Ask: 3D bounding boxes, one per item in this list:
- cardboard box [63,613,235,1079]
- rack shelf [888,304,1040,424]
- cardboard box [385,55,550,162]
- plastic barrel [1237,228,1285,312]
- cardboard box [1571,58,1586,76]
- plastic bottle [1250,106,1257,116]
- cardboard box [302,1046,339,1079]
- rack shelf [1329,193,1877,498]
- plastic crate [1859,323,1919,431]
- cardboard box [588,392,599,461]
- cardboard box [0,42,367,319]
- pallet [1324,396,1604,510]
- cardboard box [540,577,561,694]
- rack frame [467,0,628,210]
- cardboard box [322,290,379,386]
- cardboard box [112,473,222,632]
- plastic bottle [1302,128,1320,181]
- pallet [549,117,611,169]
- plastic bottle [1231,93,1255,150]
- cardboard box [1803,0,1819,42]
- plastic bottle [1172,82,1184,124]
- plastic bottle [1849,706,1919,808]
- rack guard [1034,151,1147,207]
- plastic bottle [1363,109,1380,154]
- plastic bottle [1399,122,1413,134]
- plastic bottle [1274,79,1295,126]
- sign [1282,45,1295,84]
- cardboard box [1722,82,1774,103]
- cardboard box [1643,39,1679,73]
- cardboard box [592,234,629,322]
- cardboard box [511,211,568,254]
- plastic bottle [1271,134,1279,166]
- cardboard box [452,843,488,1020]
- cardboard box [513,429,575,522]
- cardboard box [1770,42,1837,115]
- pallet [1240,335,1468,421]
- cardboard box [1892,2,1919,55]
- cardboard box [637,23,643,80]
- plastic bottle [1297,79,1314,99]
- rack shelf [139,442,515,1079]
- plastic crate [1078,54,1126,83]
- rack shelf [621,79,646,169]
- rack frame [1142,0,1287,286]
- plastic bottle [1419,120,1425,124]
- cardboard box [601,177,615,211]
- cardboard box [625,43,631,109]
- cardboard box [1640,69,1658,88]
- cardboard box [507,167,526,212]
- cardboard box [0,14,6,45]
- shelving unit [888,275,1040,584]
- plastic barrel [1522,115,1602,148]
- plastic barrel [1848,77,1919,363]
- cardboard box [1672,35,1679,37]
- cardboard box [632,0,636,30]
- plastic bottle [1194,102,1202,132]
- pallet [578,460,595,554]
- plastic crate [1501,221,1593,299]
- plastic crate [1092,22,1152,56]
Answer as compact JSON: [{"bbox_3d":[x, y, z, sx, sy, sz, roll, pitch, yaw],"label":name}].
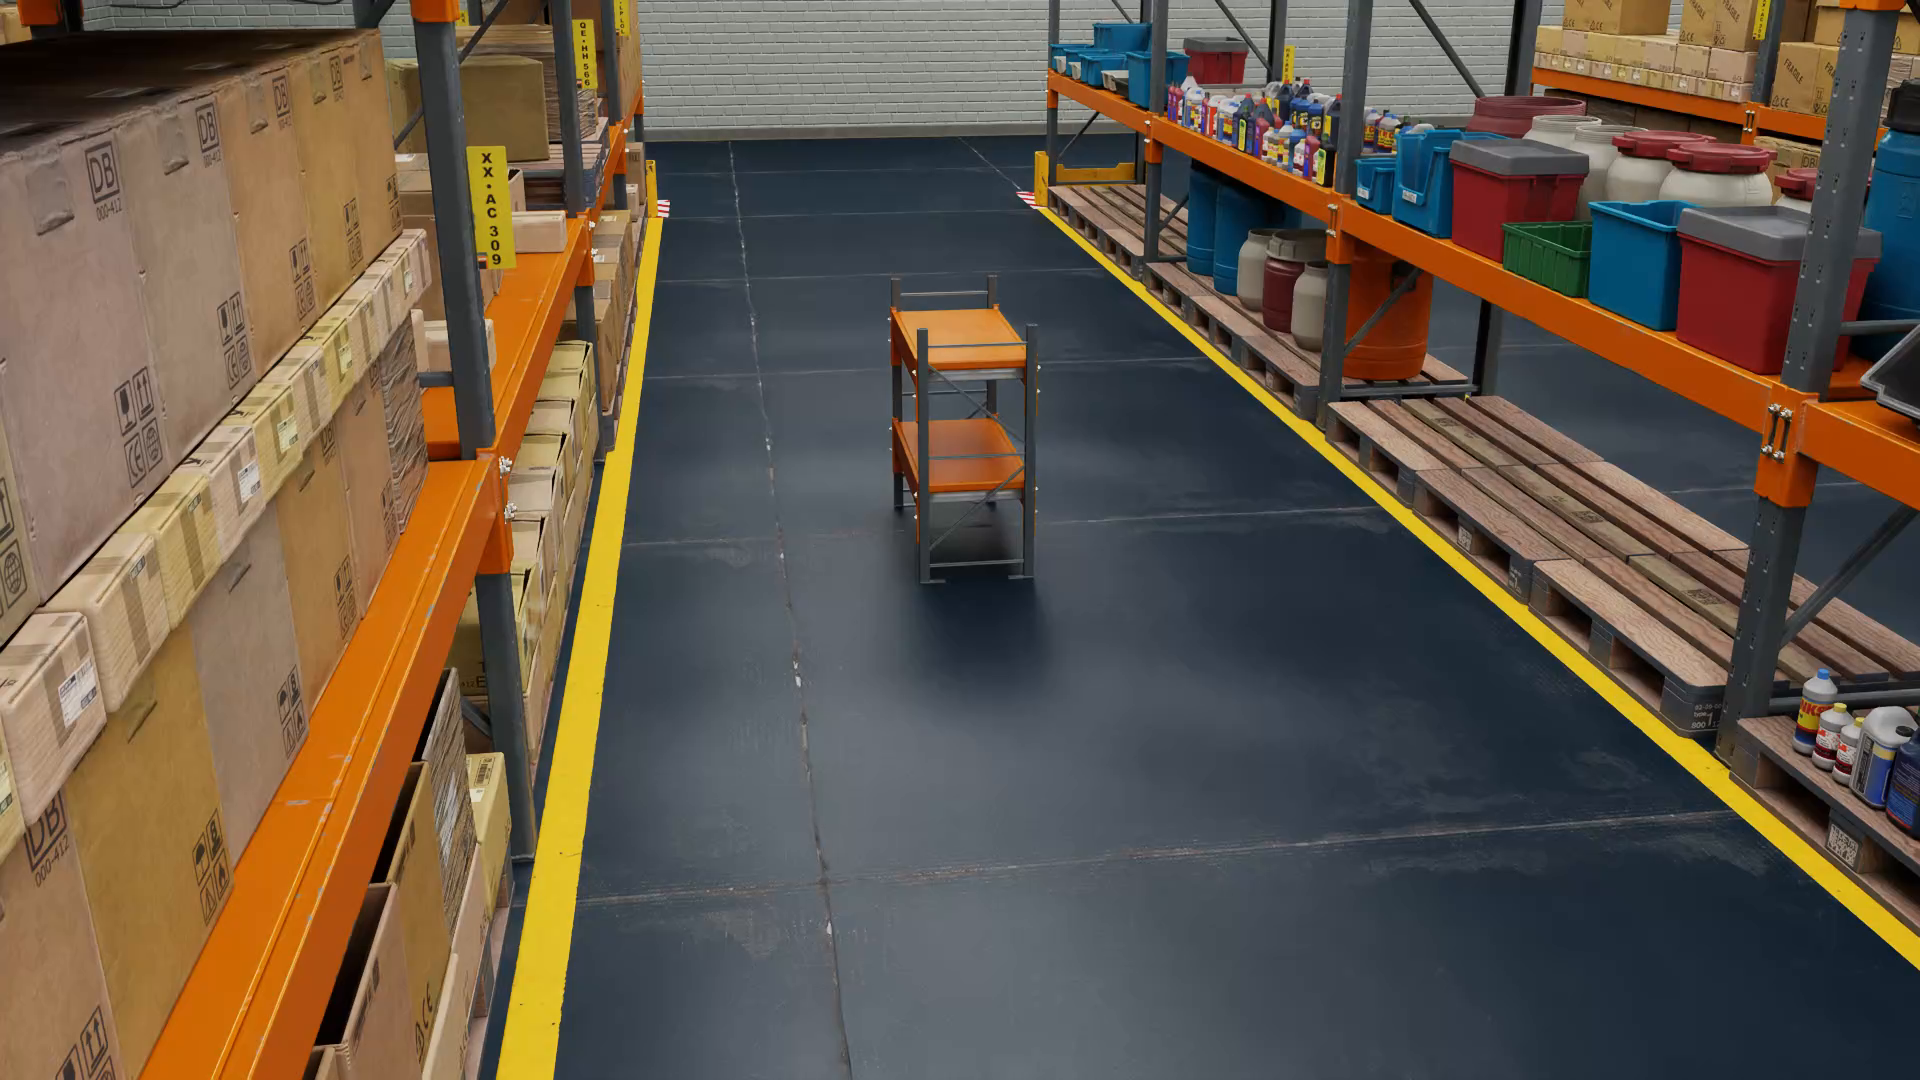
[{"bbox_3d":[-1.430,0.403,2.206,0.700,0.500,0.500,-3,21,-7],"label":"cardboard box"},{"bbox_3d":[-0.001,-0.803,7.423,0.538,0.278,1.000,-3,21,-8],"label":"rack shelf"},{"bbox_3d":[-2.584,-2.259,8.735,0.700,0.500,0.500,-10,23,-26],"label":"cardboard box"},{"bbox_3d":[2.100,-1.834,11.294,0.421,0.512,0.421,0,20,0],"label":"plastic barrel"},{"bbox_3d":[6.107,-4.547,15.962,0.380,0.149,0.250,-3,21,-9],"label":"cardboard box"},{"bbox_3d":[1.889,-2.625,10.624,0.061,0.283,0.133,-3,21,-8],"label":"plastic bottle"},{"bbox_3d":[-1.245,1.164,2.570,0.500,0.500,0.500,-3,21,-8],"label":"cardboard box"},{"bbox_3d":[2.809,-1.023,7.195,1.077,0.370,4.000,-3,21,-8],"label":"rack shelf"},{"bbox_3d":[3.047,-0.450,4.724,0.767,0.338,0.504,-3,21,-8],"label":"plastic crate"},{"bbox_3d":[-2.065,-0.542,8.211,0.500,0.250,0.500,-2,21,-6],"label":"cardboard box"},{"bbox_3d":[-1.661,-0.745,3.426,0.700,0.500,0.500,-3,21,-8],"label":"cardboard box"},{"bbox_3d":[2.594,-0.476,8.688,1.003,0.211,1.213,-3,21,-8],"label":"pallet"},{"bbox_3d":[-1.691,0.344,5.839,0.500,0.250,0.500,-2,21,-6],"label":"cardboard box"},{"bbox_3d":[-2.958,-3.188,11.966,1.000,3.000,0.127,-3,21,-8],"label":"rack frame"},{"bbox_3d":[-1.441,-0.419,3.480,0.380,0.149,0.250,-3,21,-8],"label":"cardboard box"},{"bbox_3d":[-1.260,0.023,2.297,0.380,0.149,0.250,-3,21,-8],"label":"cardboard box"},{"bbox_3d":[2.007,-2.196,9.475,0.061,0.283,0.133,-3,21,-8],"label":"plastic bottle"},{"bbox_3d":[-2.667,-2.387,10.093,1.003,0.211,1.213,-3,21,-8],"label":"pallet"},{"bbox_3d":[1.848,-2.711,10.757,0.144,0.351,0.185,-3,21,-8],"label":"plastic bottle"},{"bbox_3d":[7.029,-4.286,13.622,0.500,0.500,0.500,-3,21,-8],"label":"cardboard box"},{"bbox_3d":[1.594,-3.188,12.130,0.061,0.283,0.133,-3,21,-8],"label":"plastic bottle"},{"bbox_3d":[2.783,0.646,4.964,0.152,0.276,0.135,-2,21,-6],"label":"plastic bottle"},{"bbox_3d":[1.351,-3.659,16.797,1.175,0.500,0.348,-3,21,-8],"label":"rack guard"},{"bbox_3d":[2.622,-2.599,10.572,0.097,0.271,0.097,0,20,0],"label":"plastic bottle"},{"bbox_3d":[2.661,-2.357,9.922,0.097,0.271,0.097,0,20,0],"label":"plastic bottle"},{"bbox_3d":[2.284,-3.041,11.641,0.144,0.351,0.185,-3,21,-8],"label":"plastic bottle"},{"bbox_3d":[2.488,-3.594,12.655,0.100,0.325,0.005,-3,21,-8],"label":"sign"},{"bbox_3d":[6.477,-3.658,13.582,0.380,0.149,0.250,-3,21,-7],"label":"cardboard box"},{"bbox_3d":[6.371,-4.251,14.601,0.500,0.250,0.500,-2,21,-7],"label":"cardboard box"},{"bbox_3d":[-2.469,-1.722,10.983,0.500,0.500,0.500,-3,21,-7],"label":"cardboard box"},{"bbox_3d":[-1.979,-1.388,7.505,0.380,0.149,0.250,-3,21,-8],"label":"cardboard box"},{"bbox_3d":[1.938,-2.367,10.050,0.097,0.201,0.097,0,20,0],"label":"plastic bottle"},{"bbox_3d":[-1.460,0.996,4.092,0.500,0.250,0.500,-3,21,-8],"label":"cardboard box"},{"bbox_3d":[-1.841,-0.278,6.701,0.500,0.311,0.500,-2,21,-6],"label":"cardboard box"},{"bbox_3d":[6.664,-3.562,12.822,0.500,0.500,0.500,-3,21,-8],"label":"cardboard box"},{"bbox_3d":[2.365,-1.017,10.136,1.003,0.211,1.213,-3,21,-8],"label":"pallet"},{"bbox_3d":[7.033,-3.745,11.878,0.797,0.503,0.637,-3,21,-7],"label":"cardboard box"},{"bbox_3d":[-3.201,-4.479,15.278,0.500,0.500,0.500,-2,21,-6],"label":"cardboard box"},{"bbox_3d":[2.427,-3.048,11.661,0.144,0.351,0.185,-3,21,-8],"label":"plastic bottle"},{"bbox_3d":[-1.517,0.611,2.822,1.077,0.370,4.000,-3,21,-8],"label":"rack shelf"},{"bbox_3d":[1.267,-4.214,14.864,0.416,0.233,0.300,-3,21,-8],"label":"plastic crate"},{"bbox_3d":[-3.247,-3.544,13.946,1.077,0.370,4.000,-3,21,-8],"label":"rack shelf"},{"bbox_3d":[1.944,-3.437,12.631,1.000,3.000,0.127,-3,21,-8],"label":"rack frame"},{"bbox_3d":[2.737,-2.372,9.948,0.061,0.283,0.133,-3,21,-8],"label":"plastic bottle"},{"bbox_3d":[-3.234,-2.875,14.066,0.797,0.503,0.637,-3,21,-8],"label":"cardboard box"},{"bbox_3d":[-2.839,-3.603,12.932,0.500,0.500,0.500,-3,21,-7],"label":"cardboard box"},{"bbox_3d":[6.291,-4.103,14.774,0.380,0.149,0.250,-3,21,-9],"label":"cardboard box"},{"bbox_3d":[-2.373,-1.634,7.930,0.500,0.311,0.500,-2,21,-4],"label":"cardboard box"},{"bbox_3d":[-8.136,-3.771,13.097,0.980,0.700,0.700,-4,21,-10],"label":"cardboard box"},{"bbox_3d":[-0.001,-0.529,7.526,0.538,1.125,1.048,-3,21,-8],"label":"shelving unit"},{"bbox_3d":[2.880,-1.759,7.979,0.421,0.512,0.421,0,20,0],"label":"plastic barrel"},{"bbox_3d":[3.341,-1.051,5.526,0.600,0.901,0.708,-3,21,-8],"label":"plastic barrel"},{"bbox_3d":[6.826,-4.454,15.145,0.500,0.250,0.500,-3,21,-8],"label":"cardboard box"},{"bbox_3d":[-3.046,-4.594,14.158,0.500,0.500,0.500,-2,21,-6],"label":"cardboard box"},{"bbox_3d":[1.690,-2.962,11.645,0.097,0.201,0.097,0,20,0],"label":"plastic bottle"},{"bbox_3d":[-2.302,-0.210,7.977,1.003,0.211,1.213,-3,21,-8],"label":"pallet"},{"bbox_3d":[2.567,-1.157,6.829,0.450,0.188,0.662,-3,21,-8],"label":"plastic crate"},{"bbox_3d":[1.600,-4.760,16.037,0.616,0.435,0.499,-3,21,-8],"label":"plastic crate"}]
